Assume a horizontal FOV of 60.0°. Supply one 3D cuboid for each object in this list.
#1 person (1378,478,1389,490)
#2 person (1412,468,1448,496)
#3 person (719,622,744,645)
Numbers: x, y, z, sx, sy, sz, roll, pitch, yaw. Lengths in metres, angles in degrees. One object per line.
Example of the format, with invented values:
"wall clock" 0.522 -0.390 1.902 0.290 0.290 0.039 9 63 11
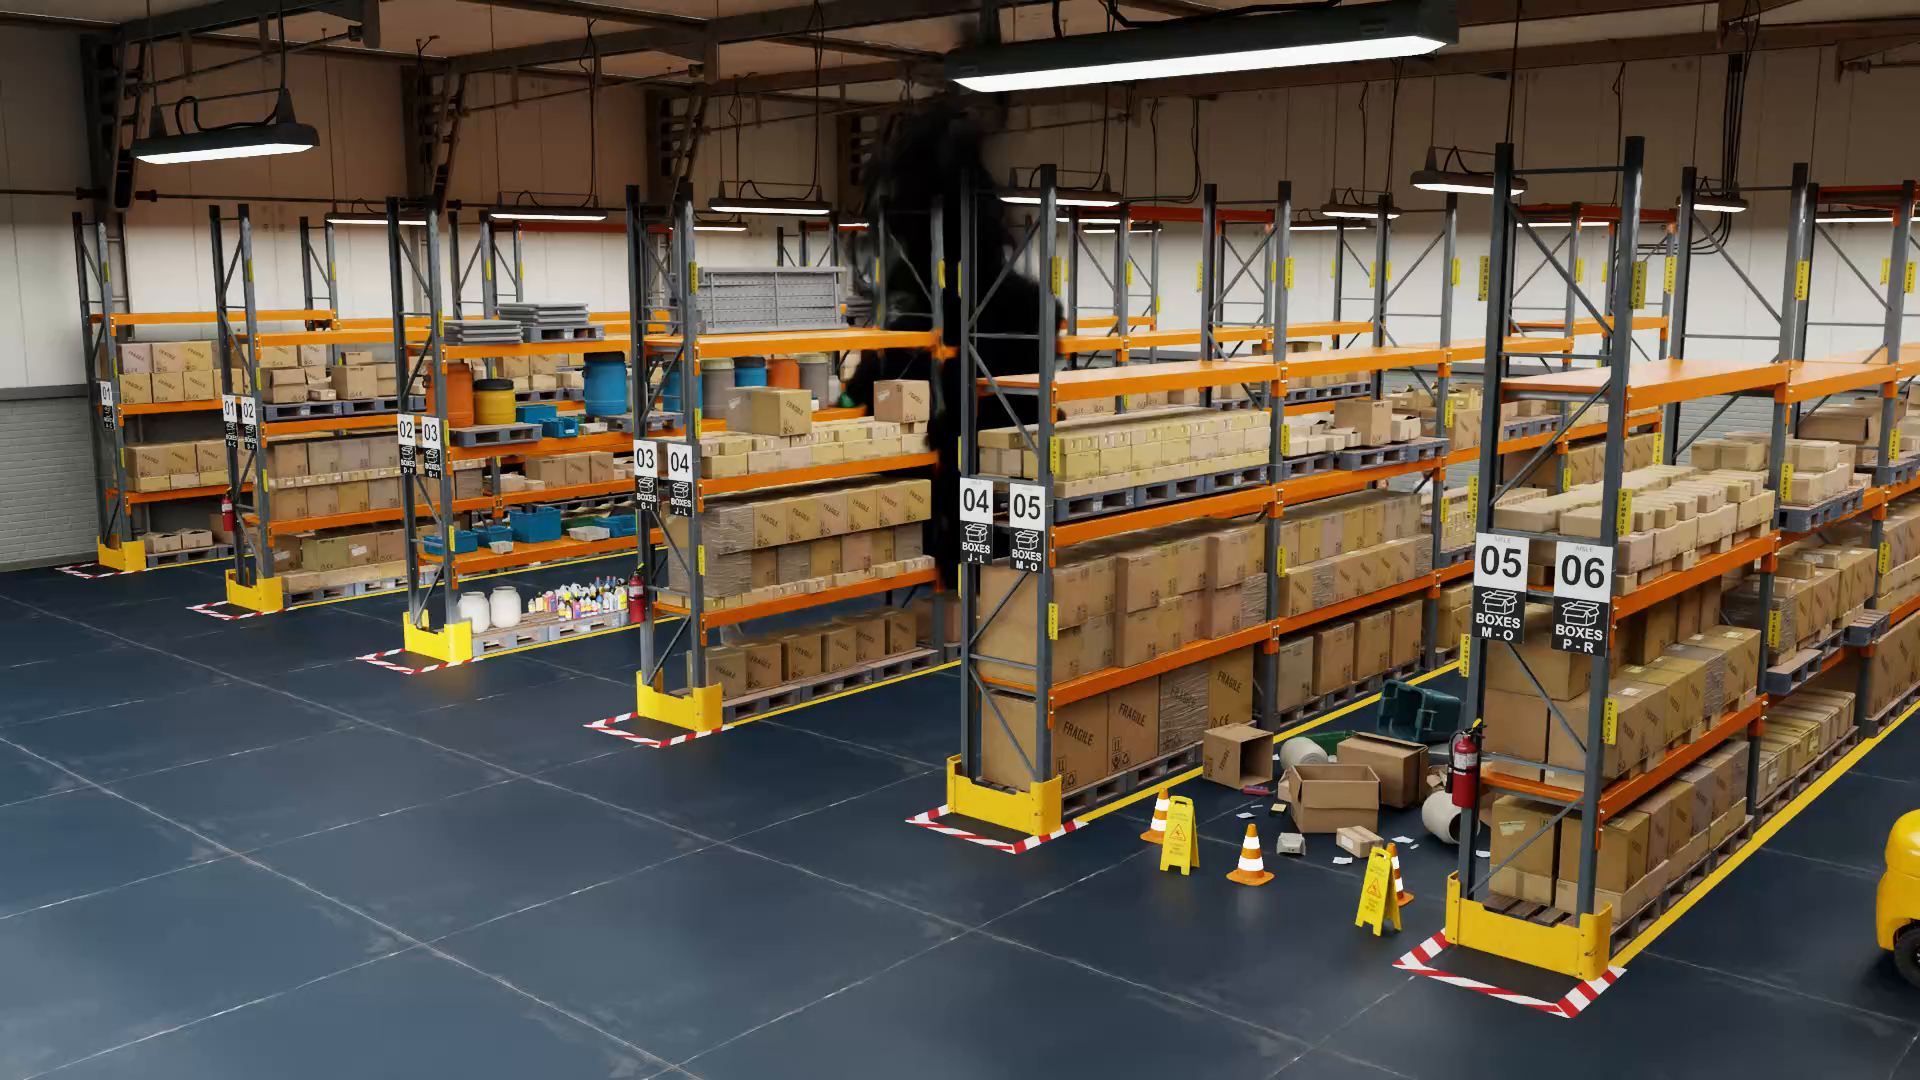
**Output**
"person" 7.057 -0.232 27.879 0.654 1.617 0.559 6 11 33
"person" 8.281 -0.512 29.329 0.602 1.715 0.686 5 11 27
"person" -2.931 0.775 21.155 0.670 1.825 0.750 7 12 36
